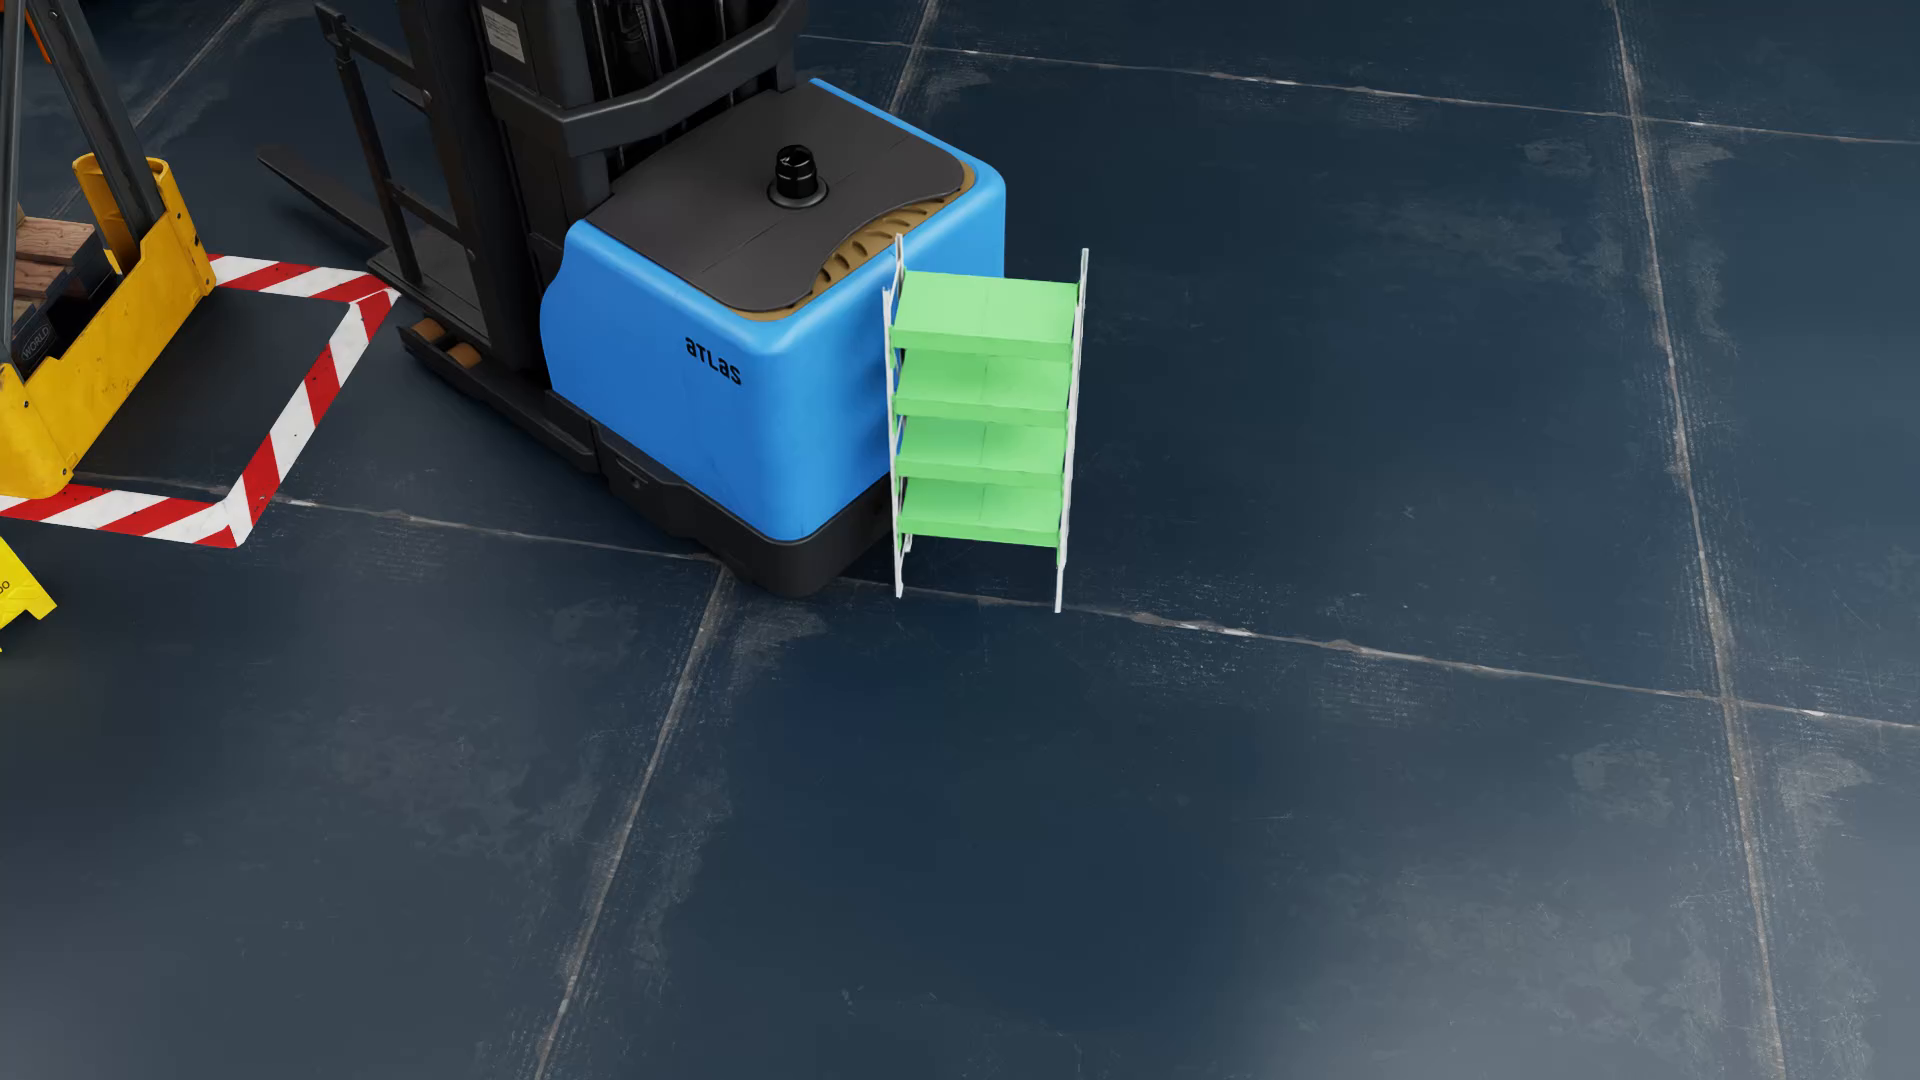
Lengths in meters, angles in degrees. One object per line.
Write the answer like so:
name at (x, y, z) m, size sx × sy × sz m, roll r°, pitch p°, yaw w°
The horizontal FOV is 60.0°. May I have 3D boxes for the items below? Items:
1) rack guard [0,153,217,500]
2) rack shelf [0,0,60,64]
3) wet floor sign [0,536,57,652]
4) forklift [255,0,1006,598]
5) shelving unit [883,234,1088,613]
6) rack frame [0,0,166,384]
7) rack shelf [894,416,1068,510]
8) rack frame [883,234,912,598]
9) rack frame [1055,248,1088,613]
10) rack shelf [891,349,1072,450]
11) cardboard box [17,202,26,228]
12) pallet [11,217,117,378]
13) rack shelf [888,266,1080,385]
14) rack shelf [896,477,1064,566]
rack guard at (-2.989, -0.741, 5.580) m, size 0.348 × 0.500 × 1.175 m, roll 8°, pitch 49°, yaw 7°
rack shelf at (-4.883, -1.590, 5.146) m, size 4.000 × 0.370 × 1.077 m, roll 8°, pitch 49°, yaw 7°
wet floor sign at (-2.918, 0.029, 4.790) m, size 0.232 × 0.644 × 0.267 m, roll 23°, pitch 52°, yaw 20°
forklift at (-1.298, -1.755, 4.856) m, size 3.031 × 2.935 × 1.130 m, roll 33°, pitch 56°, yaw 26°
shelving unit at (0.069, -0.290, 4.704) m, size 0.503 × 1.200 × 0.258 m, roll 5°, pitch 48°, yaw 5°
rack frame at (-2.915, -1.566, 4.641) m, size 0.127 × 3.000 × 1.000 m, roll 8°, pitch 49°, yaw 7°
rack shelf at (0.069, -0.248, 4.752) m, size 0.480 × 0.148 × 0.258 m, roll 5°, pitch 48°, yaw 5°
rack frame at (-0.173, -0.313, 4.725) m, size 0.015 × 1.200 × 0.240 m, roll 5°, pitch 48°, yaw 5°
rack frame at (0.311, -0.268, 4.684) m, size 0.015 × 1.200 × 0.240 m, roll 5°, pitch 48°, yaw 5°
rack shelf at (0.069, -0.408, 4.573) m, size 0.480 × 0.148 × 0.258 m, roll 5°, pitch 48°, yaw 5°
cardboard box at (-3.659, -1.097, 5.785) m, size 0.500 × 0.250 × 0.500 m, roll 7°, pitch 48°, yaw 7°
pallet at (-3.783, -0.778, 5.807) m, size 1.213 × 0.211 × 1.003 m, roll 8°, pitch 49°, yaw 7°
rack shelf at (0.069, -0.568, 4.395) m, size 0.480 × 0.148 × 0.258 m, roll 5°, pitch 48°, yaw 5°
rack shelf at (0.069, -0.087, 4.930) m, size 0.480 × 0.148 × 0.258 m, roll 5°, pitch 48°, yaw 5°
